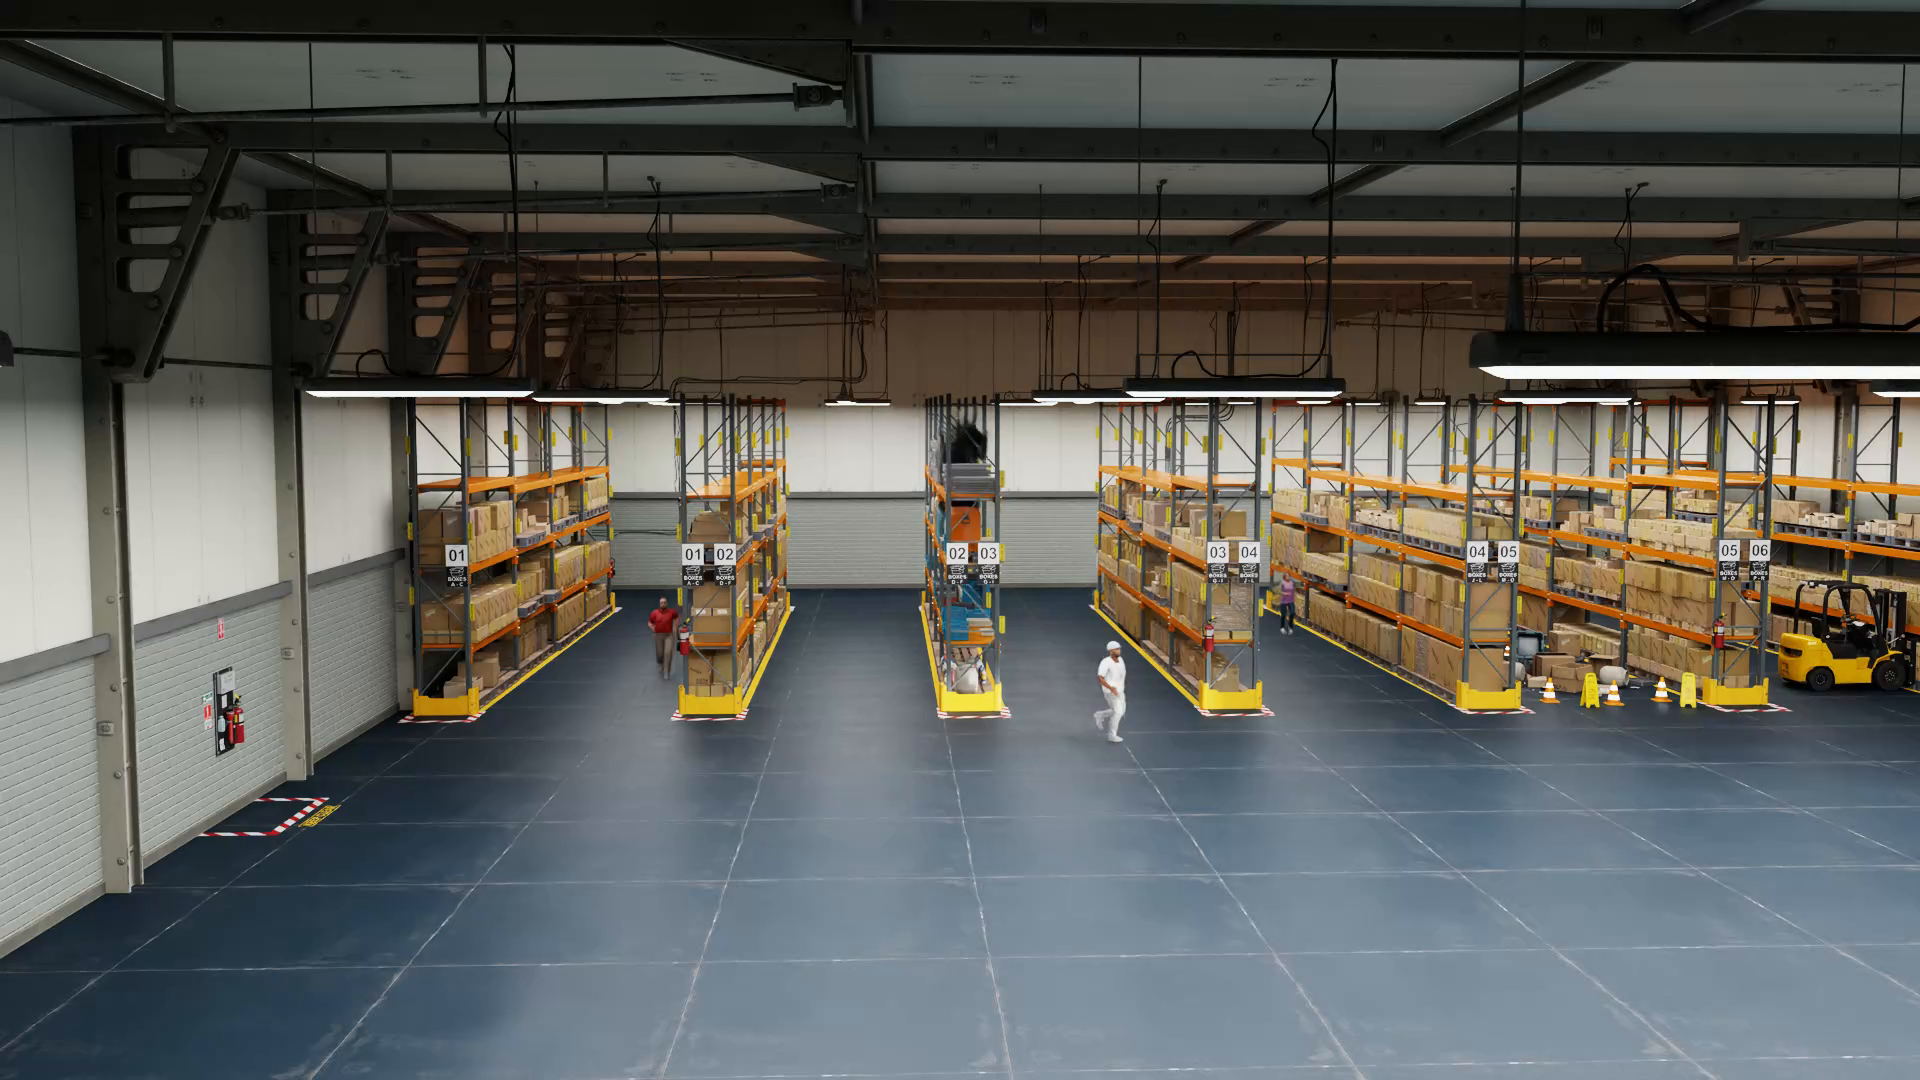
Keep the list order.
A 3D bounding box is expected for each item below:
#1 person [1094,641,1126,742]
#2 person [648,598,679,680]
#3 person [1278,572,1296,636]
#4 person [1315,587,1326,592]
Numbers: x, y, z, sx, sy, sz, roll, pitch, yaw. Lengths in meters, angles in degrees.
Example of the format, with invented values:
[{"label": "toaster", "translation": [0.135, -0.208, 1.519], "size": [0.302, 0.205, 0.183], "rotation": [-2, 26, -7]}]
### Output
[{"label": "person", "translation": [2.588, 2.598, 28.693], "size": [0.642, 1.739, 0.710], "rotation": [3, 6, 38]}, {"label": "person", "translation": [-6.302, 2.071, 35.403], "size": [0.647, 1.719, 0.943], "rotation": [-1, 5, -9]}, {"label": "person", "translation": [8.268, 1.609, 41.976], "size": [0.507, 1.621, 0.682], "rotation": [0, 5, -4]}, {"label": "person", "translation": [10.727, 1.059, 49.195], "size": [0.540, 1.558, 0.553], "rotation": [0, 5, 3]}]
